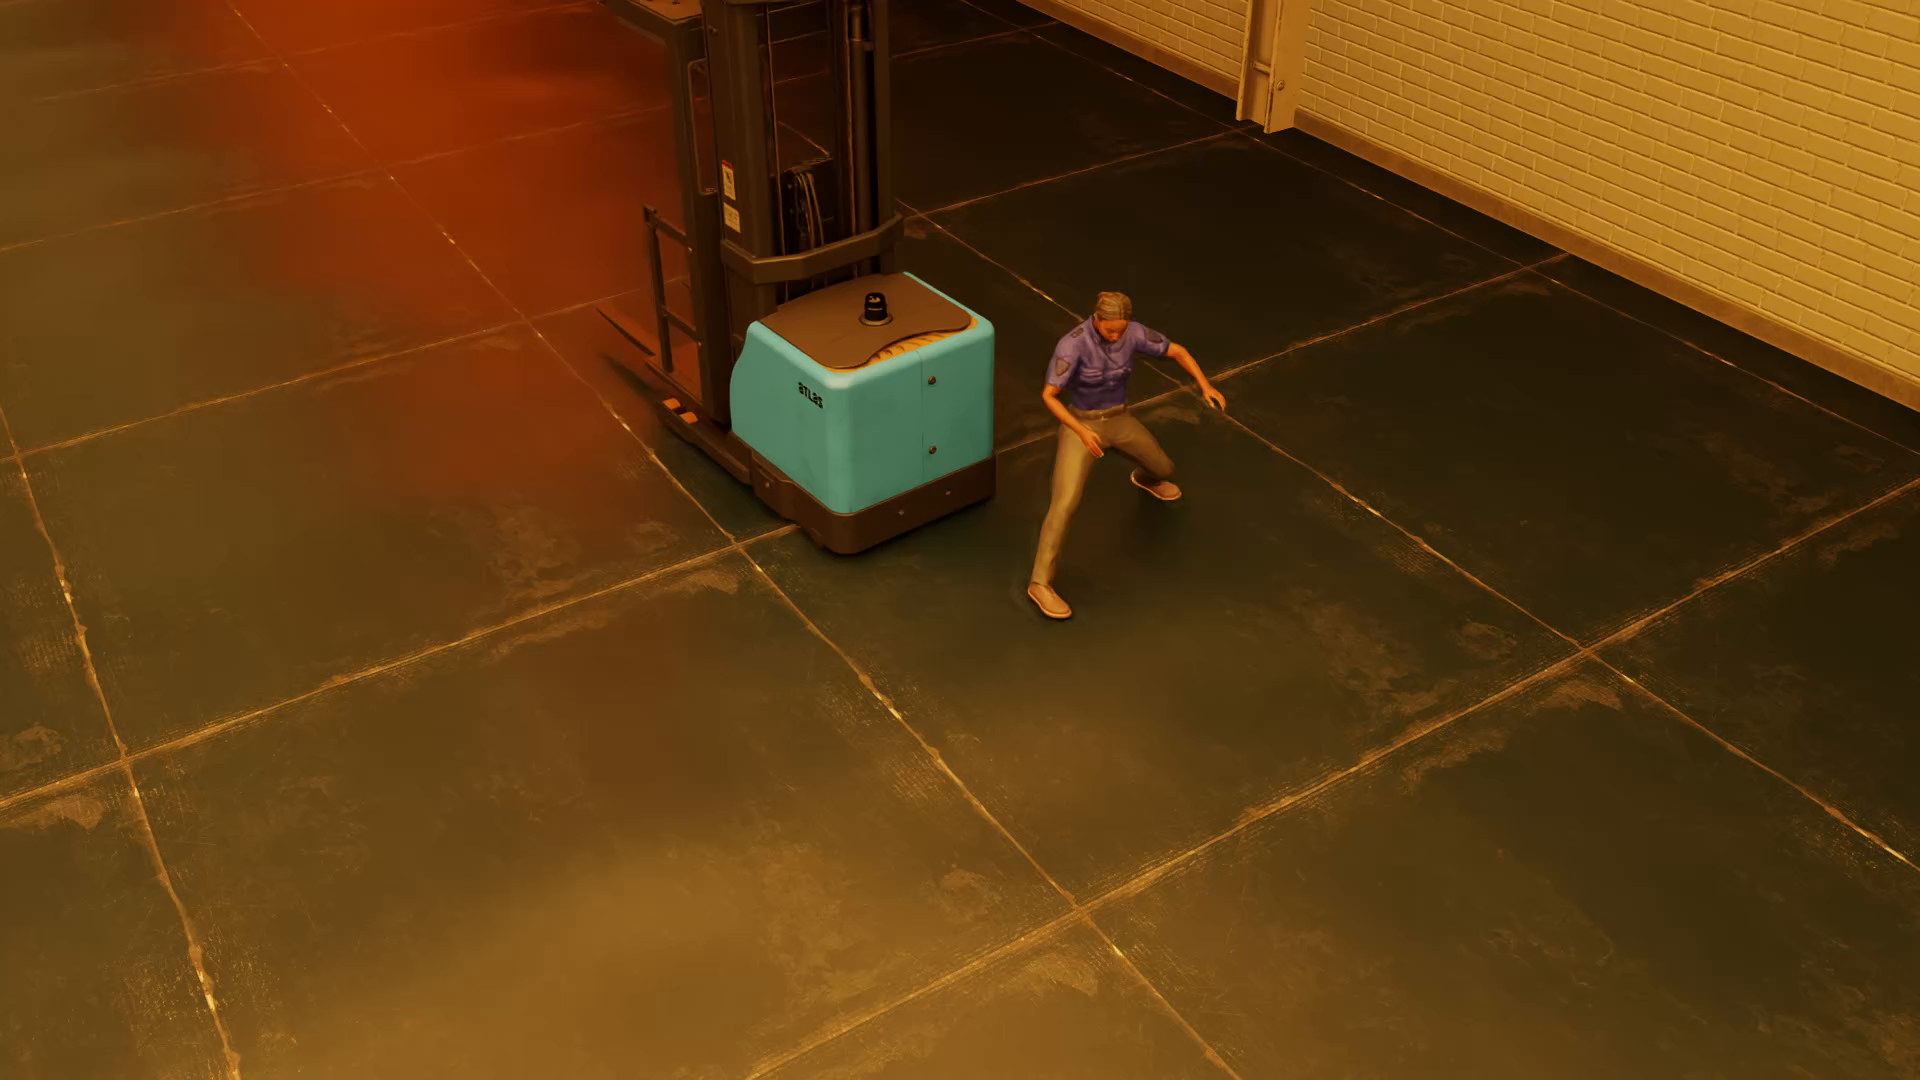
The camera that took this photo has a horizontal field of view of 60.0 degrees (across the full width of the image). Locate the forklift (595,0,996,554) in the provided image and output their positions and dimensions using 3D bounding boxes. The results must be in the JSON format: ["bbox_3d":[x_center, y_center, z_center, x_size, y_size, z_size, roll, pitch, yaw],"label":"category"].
[{"bbox_3d":[-1.101,-1.917,8.876,1.130,2.935,3.031,-24,42,-30],"label":"forklift"}]

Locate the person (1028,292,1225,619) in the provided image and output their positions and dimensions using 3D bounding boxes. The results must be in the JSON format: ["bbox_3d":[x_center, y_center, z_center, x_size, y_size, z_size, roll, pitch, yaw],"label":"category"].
[{"bbox_3d":[0.787,-0.541,8.219,1.176,1.463,0.911,-15,38,-20],"label":"person"}]
